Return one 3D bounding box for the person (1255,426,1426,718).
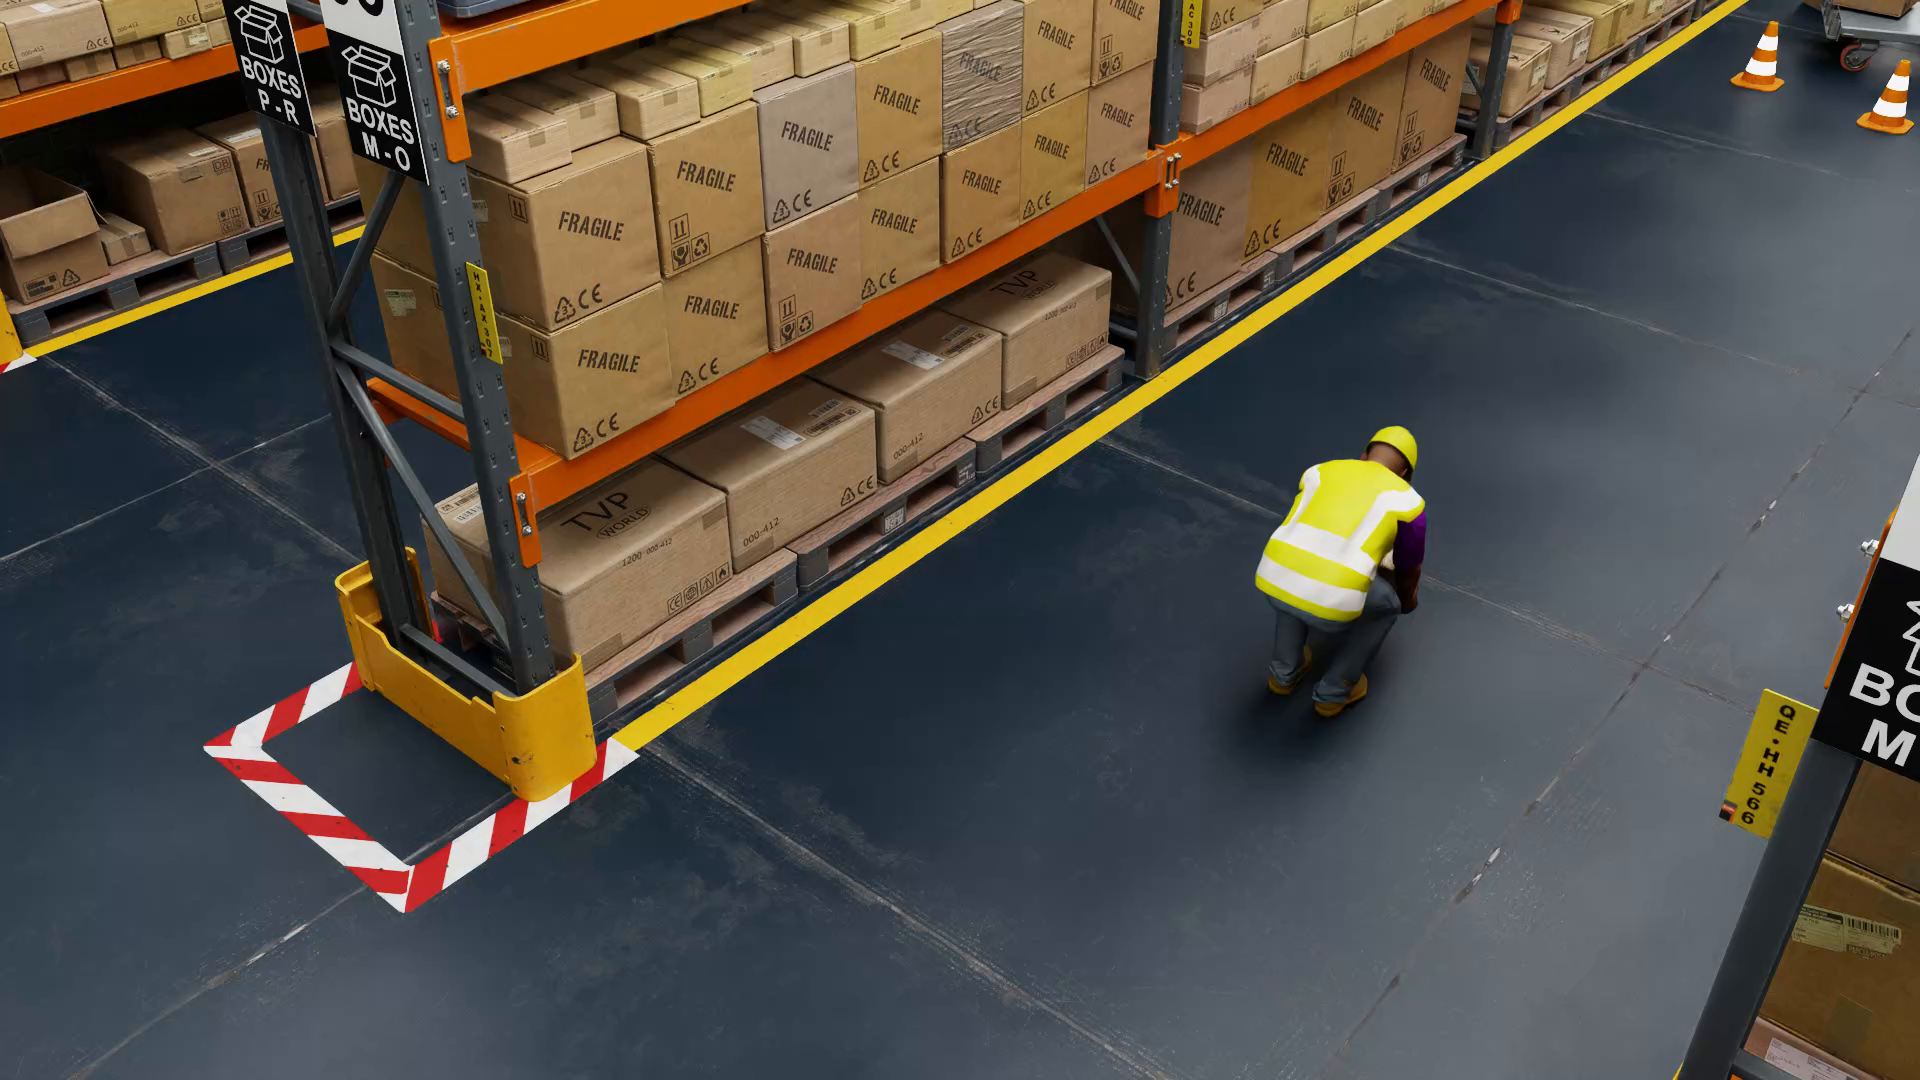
[{"bbox_3d":[1.504,0.140,6.596,0.523,1.001,0.949,24,41,30],"label":"person"}]
